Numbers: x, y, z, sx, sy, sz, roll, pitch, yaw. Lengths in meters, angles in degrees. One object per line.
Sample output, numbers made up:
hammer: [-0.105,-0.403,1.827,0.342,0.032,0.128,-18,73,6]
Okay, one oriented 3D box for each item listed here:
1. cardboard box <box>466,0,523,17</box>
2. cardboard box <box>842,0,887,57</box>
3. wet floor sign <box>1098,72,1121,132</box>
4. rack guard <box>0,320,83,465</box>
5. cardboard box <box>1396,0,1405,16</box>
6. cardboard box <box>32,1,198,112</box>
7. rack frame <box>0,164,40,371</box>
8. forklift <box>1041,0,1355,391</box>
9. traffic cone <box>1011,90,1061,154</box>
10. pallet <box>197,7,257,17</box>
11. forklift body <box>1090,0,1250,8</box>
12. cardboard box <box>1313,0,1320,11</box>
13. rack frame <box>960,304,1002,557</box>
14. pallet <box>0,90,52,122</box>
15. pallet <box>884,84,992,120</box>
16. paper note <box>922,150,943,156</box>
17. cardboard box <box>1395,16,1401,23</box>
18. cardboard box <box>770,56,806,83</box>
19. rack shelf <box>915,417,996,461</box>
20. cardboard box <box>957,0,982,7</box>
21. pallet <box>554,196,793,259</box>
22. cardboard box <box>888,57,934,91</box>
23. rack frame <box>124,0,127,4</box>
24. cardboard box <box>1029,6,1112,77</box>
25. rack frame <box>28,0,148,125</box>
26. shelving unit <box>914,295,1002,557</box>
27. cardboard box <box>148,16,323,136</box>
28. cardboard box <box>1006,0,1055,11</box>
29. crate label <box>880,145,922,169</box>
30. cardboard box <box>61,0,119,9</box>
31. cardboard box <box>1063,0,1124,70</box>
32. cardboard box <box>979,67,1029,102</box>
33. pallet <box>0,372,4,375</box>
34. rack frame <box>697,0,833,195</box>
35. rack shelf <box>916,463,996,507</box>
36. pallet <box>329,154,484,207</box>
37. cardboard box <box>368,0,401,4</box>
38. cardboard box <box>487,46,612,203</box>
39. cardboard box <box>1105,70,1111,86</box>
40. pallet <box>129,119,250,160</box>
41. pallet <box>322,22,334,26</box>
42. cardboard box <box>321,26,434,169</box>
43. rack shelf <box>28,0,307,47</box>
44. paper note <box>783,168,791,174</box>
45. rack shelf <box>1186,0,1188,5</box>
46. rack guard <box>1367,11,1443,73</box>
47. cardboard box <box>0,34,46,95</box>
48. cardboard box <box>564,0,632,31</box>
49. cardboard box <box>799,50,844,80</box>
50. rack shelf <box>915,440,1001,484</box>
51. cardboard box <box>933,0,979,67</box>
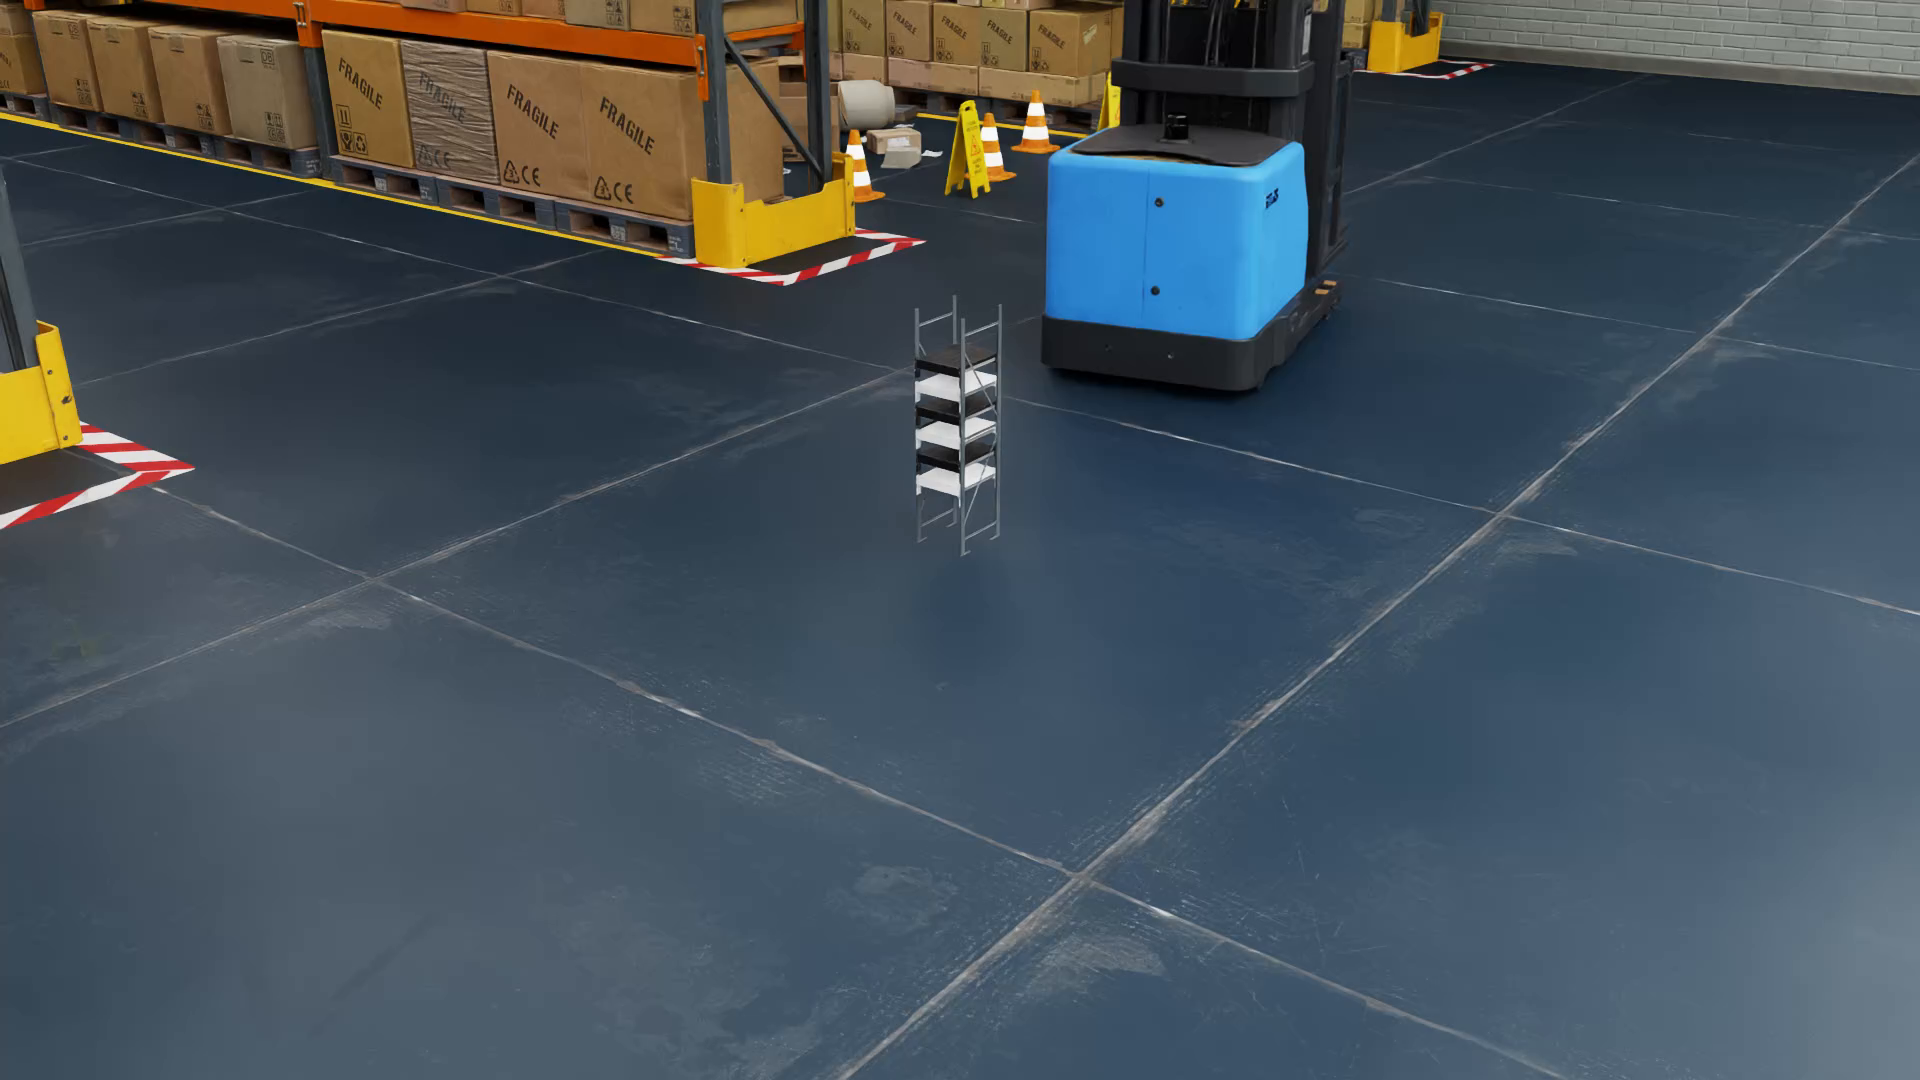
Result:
cardboard box: [-2.757,-3.775,10.912,0.500,0.550,0.875,17,29,33]
cardboard box: [-0.725,-4.725,15.213,0.500,0.500,0.500,18,30,35]
wet floor sign: [1.240,-3.368,13.093,0.267,0.644,0.232,-15,28,-30]
rack guard: [-4.274,-0.513,6.795,0.348,0.500,1.175,17,29,33]
cardboard box: [4.452,-5.782,17.922,0.500,0.250,0.500,17,29,34]
cardboard box: [-7.126,-4.136,14.185,0.750,0.750,1.050,16,29,33]
rack frame: [-4.213,-1.639,6.249,0.127,3.000,1.000,17,29,33]
forklift: [1.452,-2.587,8.486,1.130,2.935,3.031,10,26,22]
traffic cone: [0.612,-3.363,13.309,0.334,0.463,0.336,17,29,33]
pallet: [-9.414,-6.966,21.798,1.213,0.211,1.003,17,29,33]
forklift body: [2.092,-5.920,17.019,1.214,2.155,2.313,17,29,33]
cardboard box: [3.732,-5.743,17.833,0.500,0.250,0.500,16,29,33]
rack frame: [0.075,-0.389,6.017,0.006,0.900,0.240,17,29,33]
pallet: [-8.184,-4.063,15.209,1.213,0.211,1.003,17,29,33]
pallet: [0.068,-4.082,15.252,1.213,0.211,1.003,17,29,33]
paper note: [-0.220,-3.064,13.166,0.142,0.019,0.148,7,25,15]
cardboard box: [4.428,-5.554,18.025,0.500,0.250,0.500,17,29,34]
cardboard box: [-1.429,-3.963,14.620,0.500,0.500,0.500,-5,24,-12]
rack shelf: [-0.006,-0.383,6.086,0.200,0.077,0.258,17,29,33]
cardboard box: [0.189,-4.713,14.381,0.250,0.149,0.380,18,30,35]
pallet: [-1.845,-2.107,10.770,1.213,0.211,1.003,17,29,33]
cardboard box: [-0.301,-4.255,15.076,0.500,0.250,0.500,16,29,33]
rack frame: [-11.073,-8.705,22.287,0.127,3.000,1.000,17,29,33]
cardboard box: [0.933,-4.223,14.073,0.500,0.500,0.500,17,29,34]
rack frame: [-7.559,-5.149,14.217,0.127,3.000,1.000,17,29,33]
shelving unit: [-0.006,-0.414,6.073,0.210,0.900,0.258,17,29,33]
cardboard box: [-5.679,-3.700,13.197,0.750,0.750,1.050,17,29,33]
cardboard box: [0.599,-4.587,14.095,0.250,0.149,0.380,18,29,35]
crate label: [-0.448,-2.944,12.761,0.298,0.136,0.250,3,24,6]
cardboard box: [-7.966,-4.786,15.040,0.500,0.250,0.500,15,28,31]
cardboard box: [1.231,-4.403,14.482,0.500,0.500,0.500,16,28,32]
cardboard box: [0.512,-4.007,14.513,0.500,0.250,0.500,17,29,33]
pallet: [-4.903,-0.589,7.325,1.213,0.211,1.003,17,29,33]
rack frame: [-1.158,-3.215,9.826,0.127,3.000,1.000,17,29,33]
rack shelf: [-0.006,-0.219,6.159,0.200,0.077,0.258,17,29,33]
pallet: [-3.797,-2.697,12.109,1.213,0.211,1.003,17,29,33]
cardboard box: [-3.603,-4.040,11.512,0.550,0.550,0.875,17,29,33]
cardboard box: [-2.445,-2.789,10.975,0.875,0.875,0.875,16,29,32]
cardboard box: [1.250,-4.054,14.621,0.500,0.250,0.500,17,29,33]
pallet: [-6.002,-3.363,13.621,1.213,0.211,1.003,17,29,33]
pallet: [-7.210,-6.300,20.286,1.213,0.211,1.003,17,29,33]
cardboard box: [-3.897,-3.227,11.969,0.875,0.875,0.875,17,29,34]
rack shelf: [-5.959,-4.336,13.264,4.000,0.370,1.077,17,29,33]
paper note: [-1.361,-2.772,12.506,0.144,0.017,0.142,-15,28,-30]
rack shelf: [0.130,-4.991,14.749,4.000,0.370,1.077,17,29,33]
rack guard: [4.723,-5.289,17.634,0.348,0.500,1.175,17,29,33]
cardboard box: [-8.243,-4.272,14.806,0.500,0.500,0.500,17,29,33]
cardboard box: [-1.935,-3.484,10.252,0.550,0.550,0.875,17,29,33]
cardboard box: [-1.161,-4.508,15.650,0.500,0.250,0.500,15,28,31]
rack shelf: [-0.006,-0.301,6.123,0.200,0.077,0.258,17,29,33]
cardboard box: [0.113,-4.472,14.639,0.500,0.500,0.500,16,28,32]
